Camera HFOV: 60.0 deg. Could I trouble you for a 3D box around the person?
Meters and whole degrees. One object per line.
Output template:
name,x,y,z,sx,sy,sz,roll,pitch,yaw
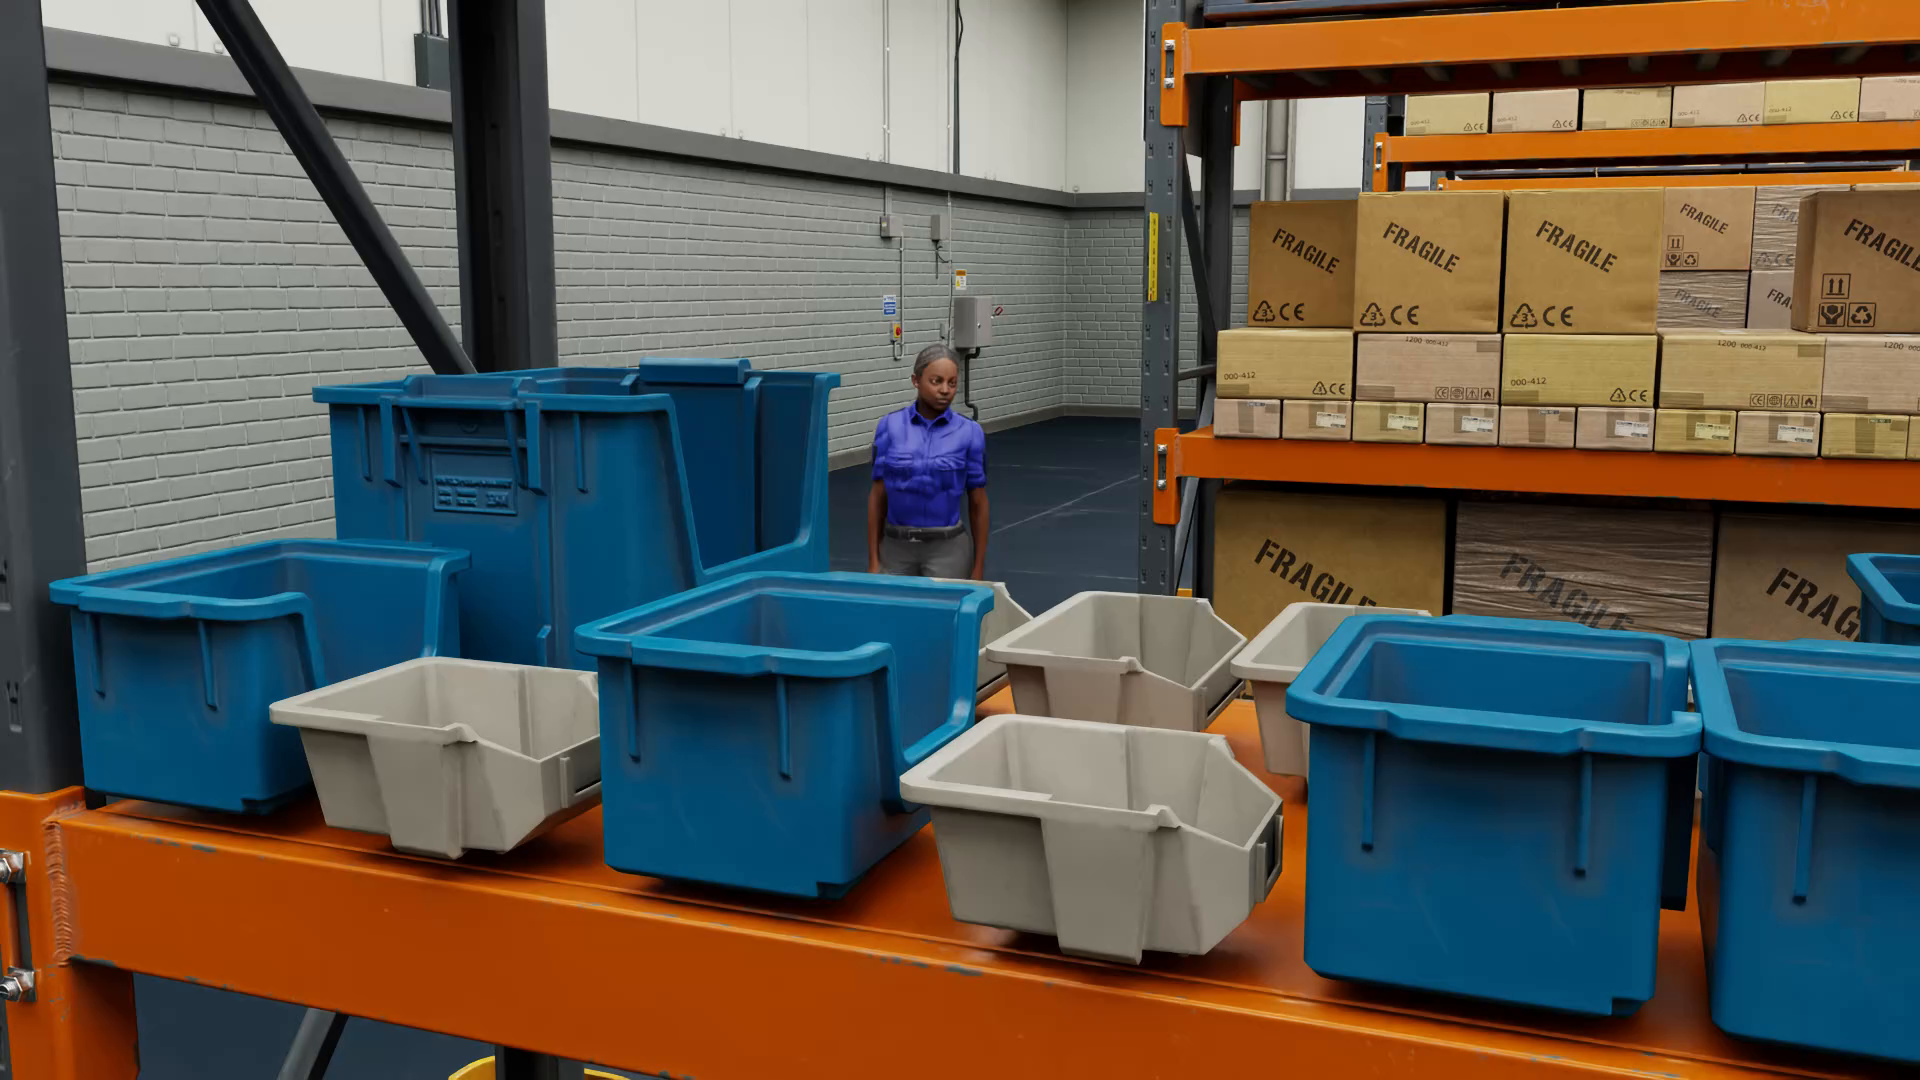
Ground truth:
person,-0.118,0.074,6.320,0.453,1.632,0.695,2,9,10
